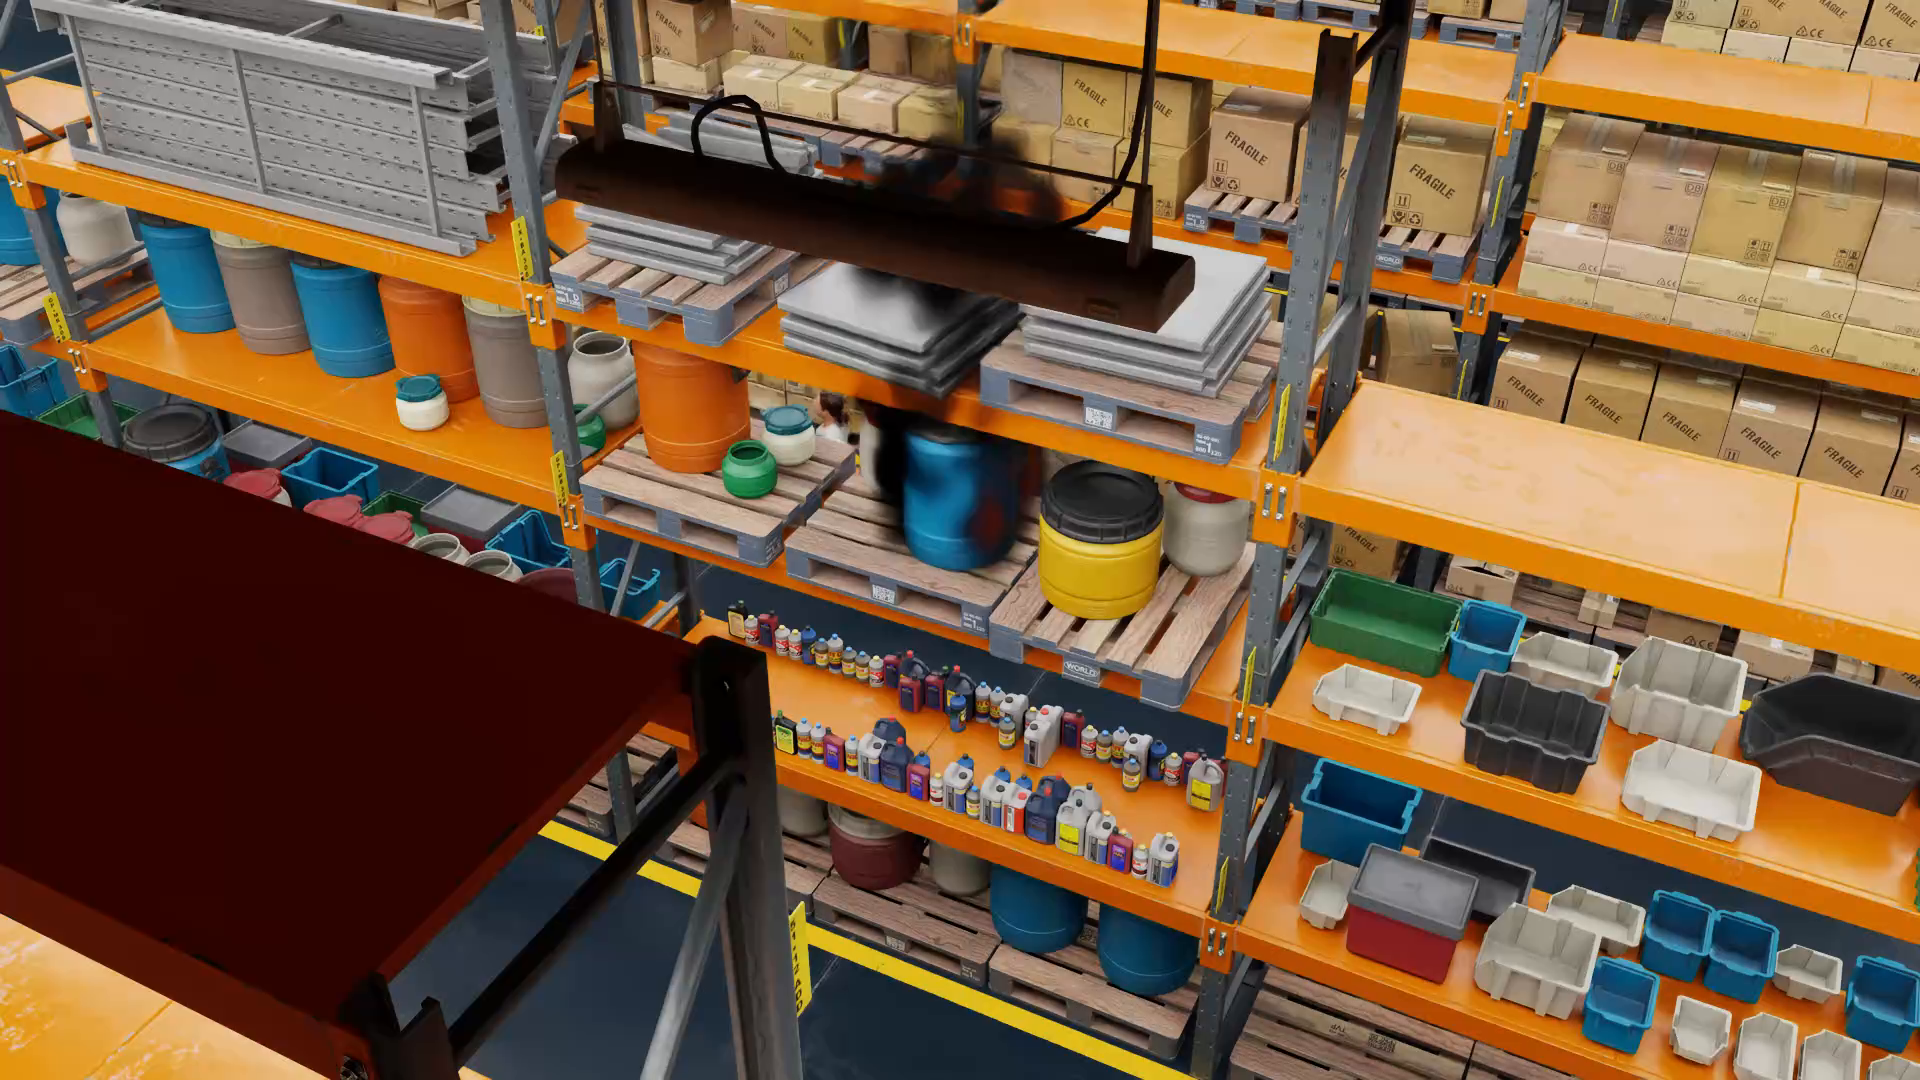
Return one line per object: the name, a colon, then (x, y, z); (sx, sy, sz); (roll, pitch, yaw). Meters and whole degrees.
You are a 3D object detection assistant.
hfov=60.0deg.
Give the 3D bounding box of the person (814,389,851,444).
person: (-0.935, -0.427, 12.388); (0.729, 1.588, 0.551); (12, 37, 16)
